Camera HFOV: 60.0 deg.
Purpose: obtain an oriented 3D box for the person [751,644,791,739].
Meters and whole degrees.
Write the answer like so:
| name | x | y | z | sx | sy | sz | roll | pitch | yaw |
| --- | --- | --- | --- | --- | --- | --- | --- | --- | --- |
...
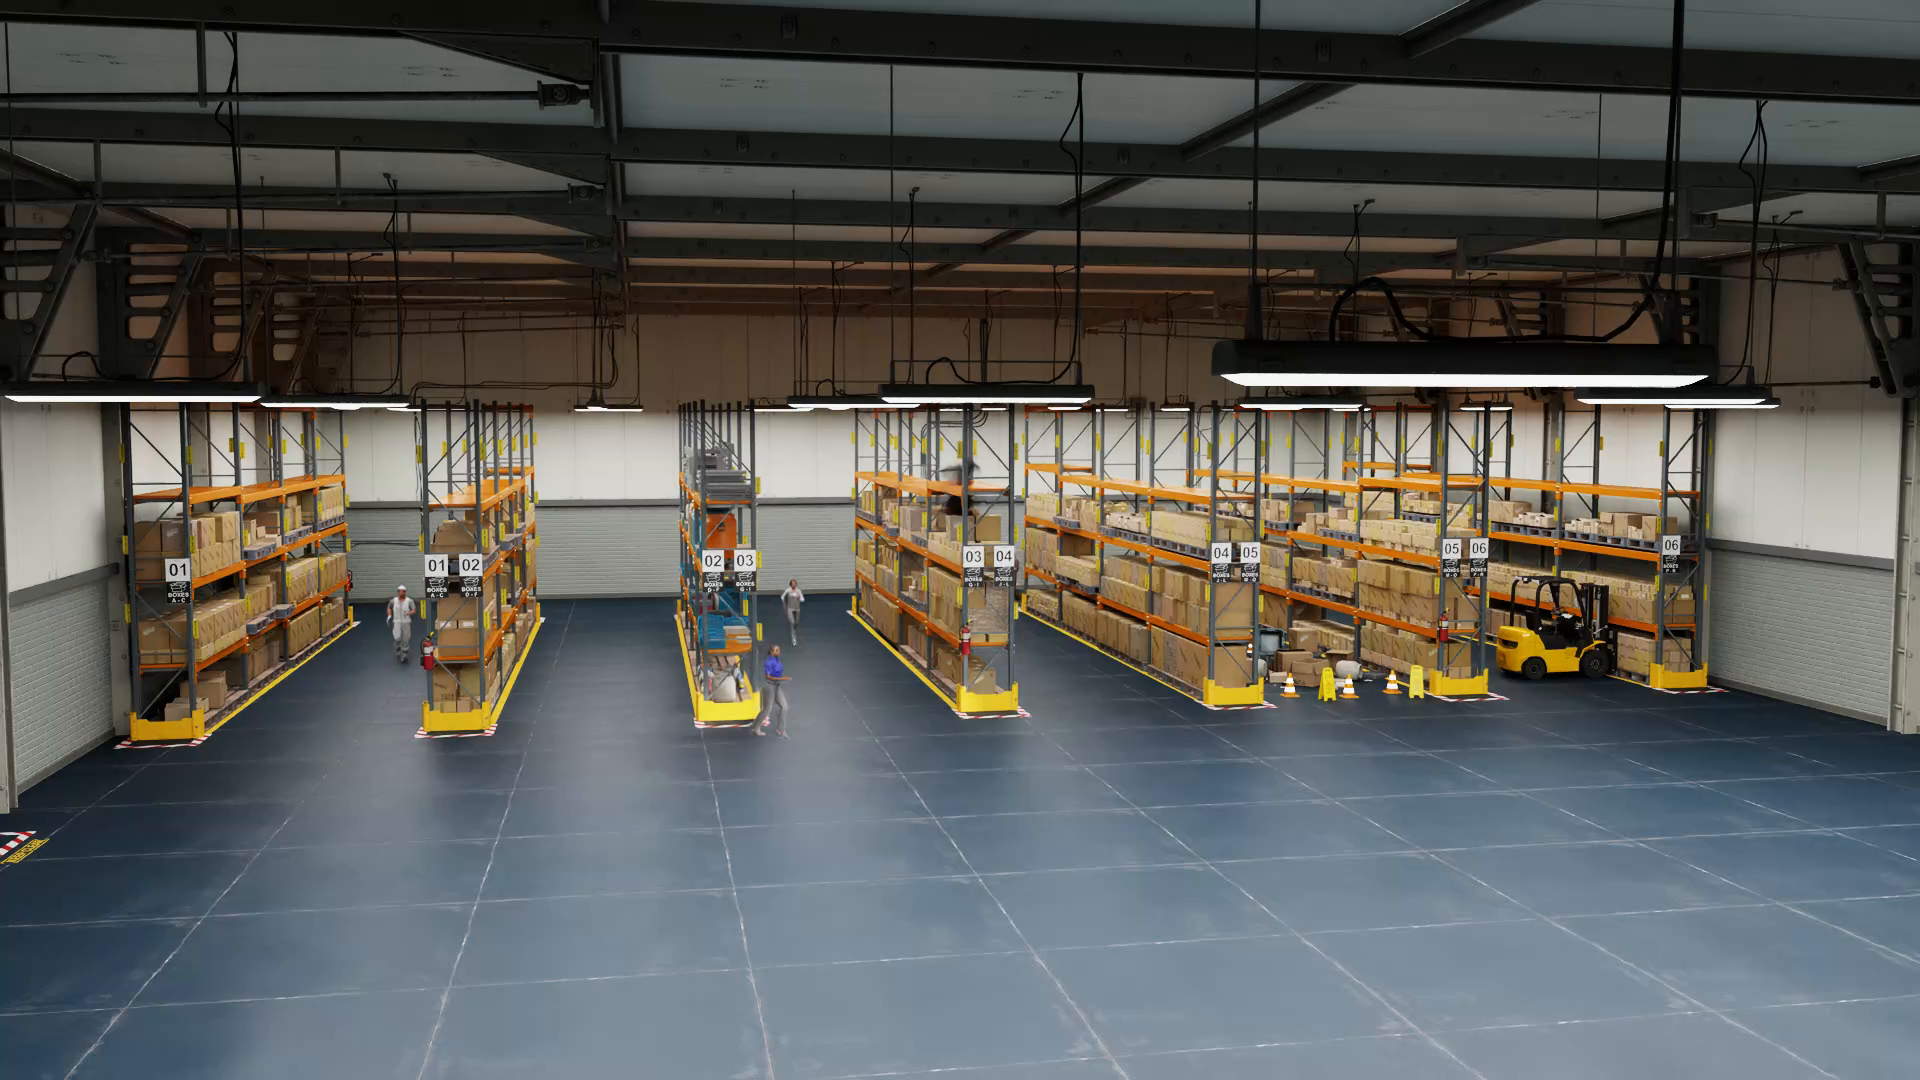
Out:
| name | x | y | z | sx | sy | sz | roll | pitch | yaw |
| --- | --- | --- | --- | --- | --- | --- | --- | --- | --- |
| person | -3.320 | 2.698 | 29.407 | 0.778 | 1.740 | 0.591 | 2 | 5 | 22 |

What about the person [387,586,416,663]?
| name | x | y | z | sx | sy | sz | roll | pitch | yaw |
| --- | --- | --- | --- | --- | --- | --- | --- | --- | --- |
| person | -12.865 | 1.938 | 38.312 | 0.648 | 1.773 | 0.688 | -1 | 5 | -17 |

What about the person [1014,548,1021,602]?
| name | x | y | z | sx | sy | sz | roll | pitch | yaw |
| --- | --- | --- | --- | --- | --- | --- | --- | --- | --- |
| person | 1.536 | 1.116 | 49.704 | 0.832 | 1.750 | 0.765 | -2 | 5 | -19 |

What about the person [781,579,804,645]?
| name | x | y | z | sx | sy | sz | roll | pitch | yaw |
| --- | --- | --- | --- | --- | --- | --- | --- | --- | --- |
| person | -4.160 | 1.770 | 41.524 | 0.531 | 1.594 | 0.883 | -1 | 5 | -19 |
